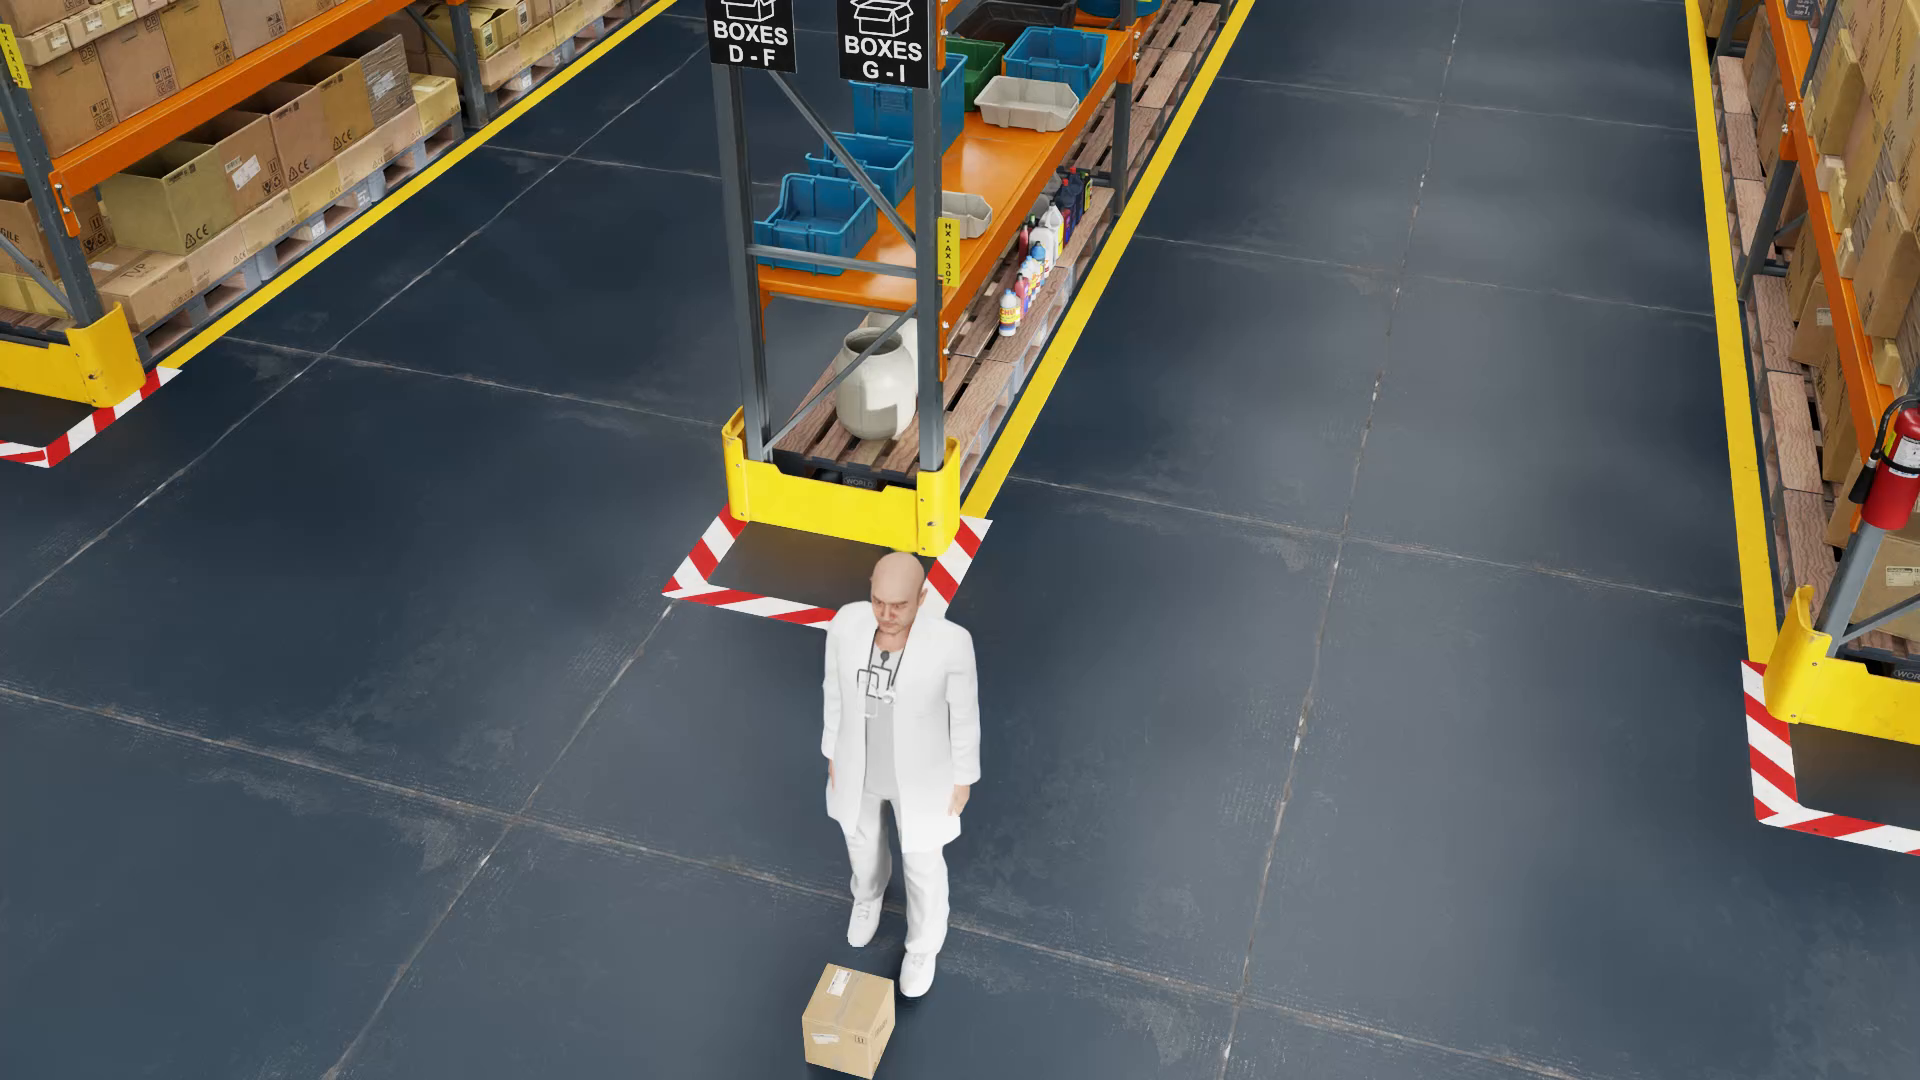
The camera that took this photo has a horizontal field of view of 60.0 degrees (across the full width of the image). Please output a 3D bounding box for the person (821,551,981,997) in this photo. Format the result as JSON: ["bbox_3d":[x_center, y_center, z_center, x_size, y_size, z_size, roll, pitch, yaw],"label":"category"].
[{"bbox_3d":[-0.220,0.820,5.823,0.583,1.811,0.557,11,38,15],"label":"person"}]
